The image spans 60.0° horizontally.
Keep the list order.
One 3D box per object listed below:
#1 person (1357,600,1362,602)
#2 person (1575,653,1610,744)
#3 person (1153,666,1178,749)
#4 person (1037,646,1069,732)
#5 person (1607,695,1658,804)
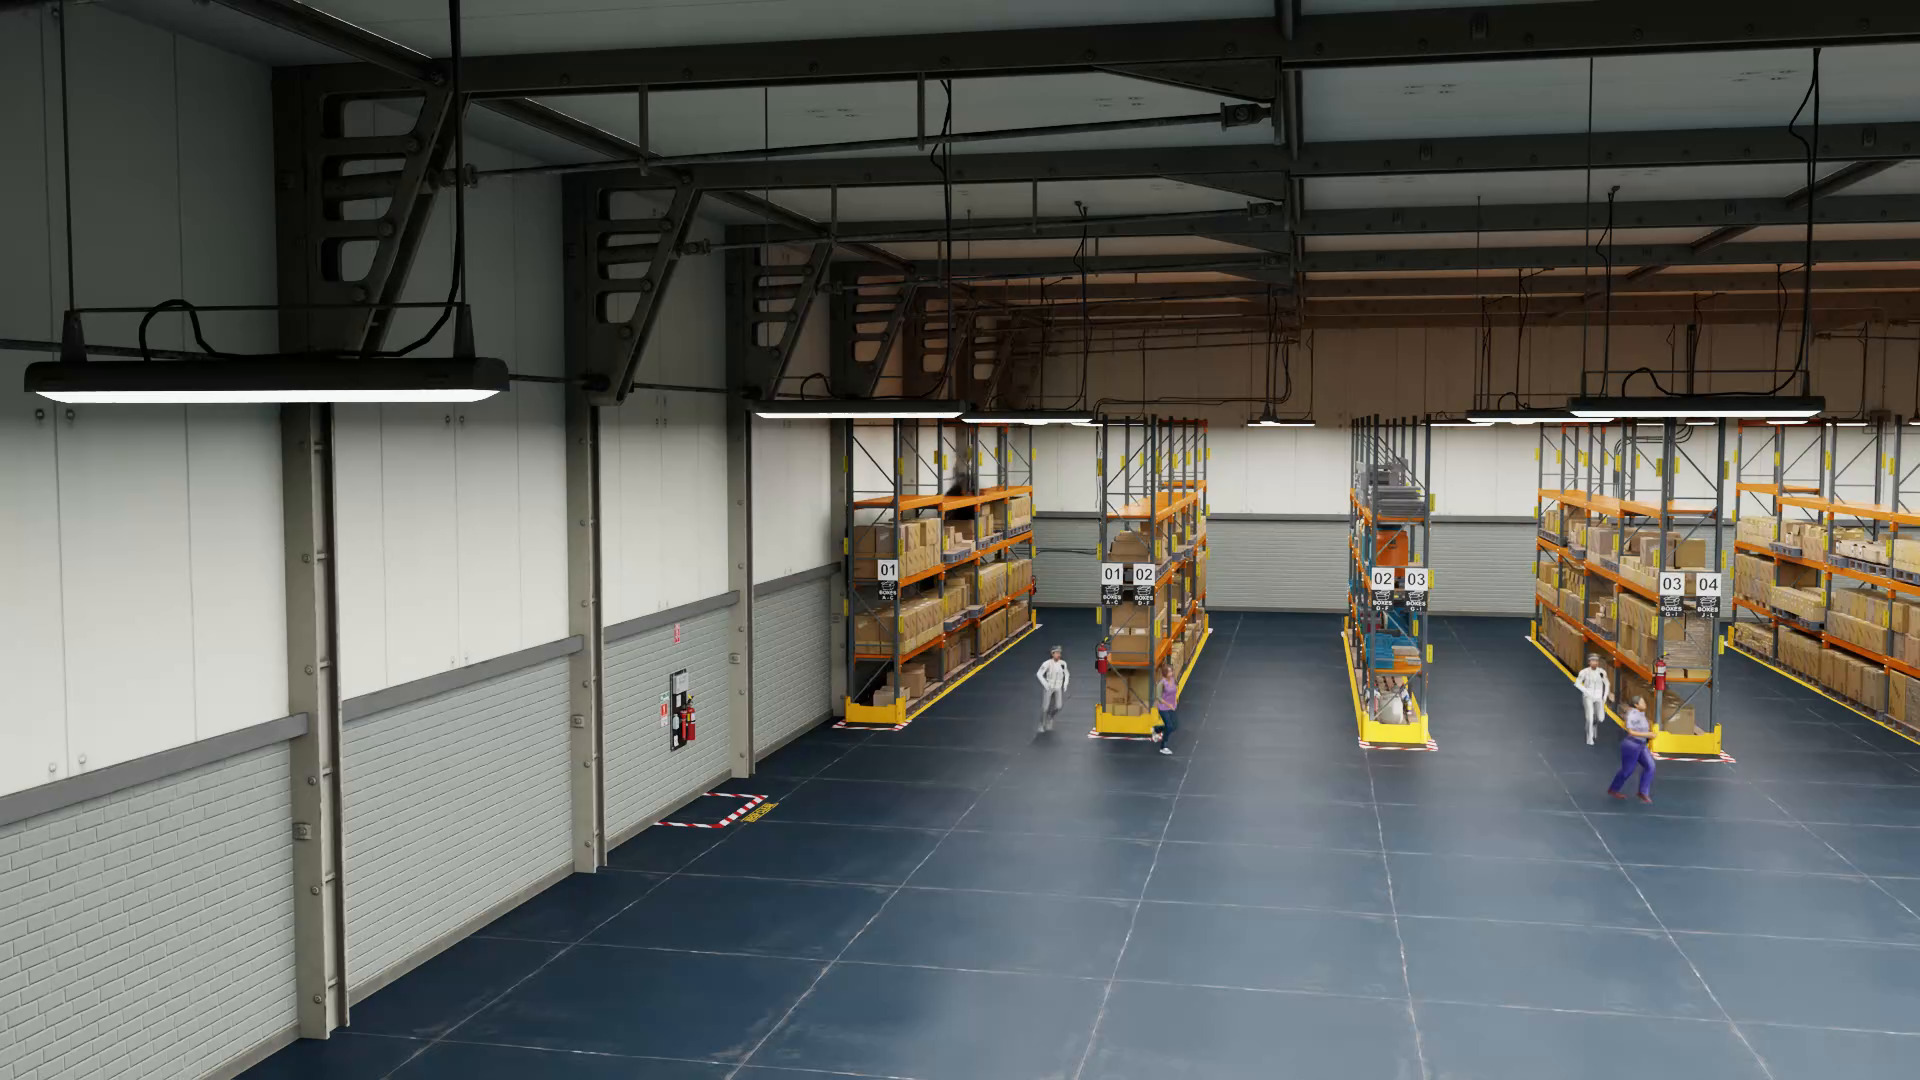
[{"bbox_3d":[14.210,2.758,32.262,2.016,1.653,18.713,-3,5,-35],"label":"person"},{"bbox_3d":[11.524,2.881,30.243,0.623,1.664,0.525,1,4,8],"label":"person"},{"bbox_3d":[3.653,2.956,29.369,0.566,1.493,0.579,-4,5,-43],"label":"person"},{"bbox_3d":[1.782,2.812,31.419,0.673,1.641,0.561,-1,4,-11],"label":"person"},{"bbox_3d":[10.317,3.224,25.465,0.744,1.706,0.587,3,5,42],"label":"person"}]
